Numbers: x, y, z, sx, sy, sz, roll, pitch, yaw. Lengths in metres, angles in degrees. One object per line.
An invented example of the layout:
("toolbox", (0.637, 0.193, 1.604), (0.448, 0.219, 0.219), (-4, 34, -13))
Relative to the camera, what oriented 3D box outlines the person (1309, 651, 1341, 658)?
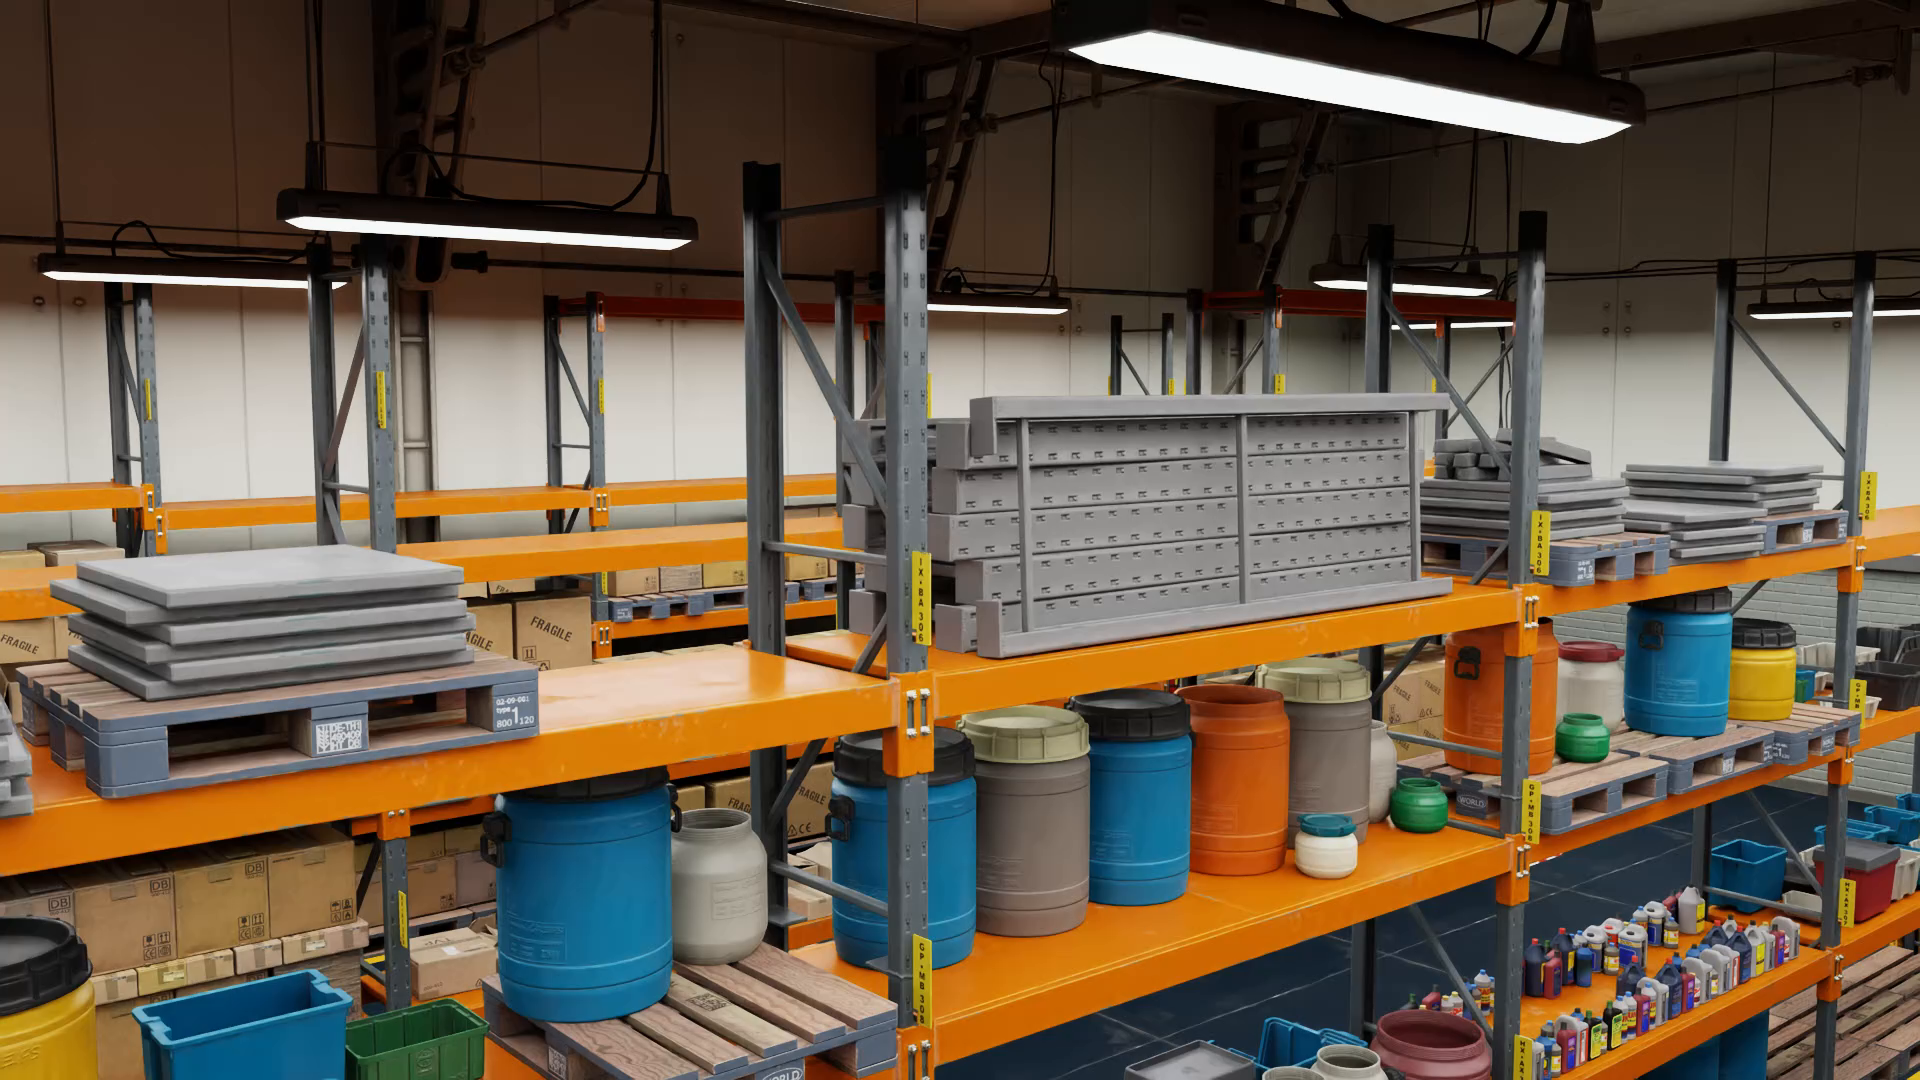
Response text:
("person", (5.178, 1.989, 23.955), (0.595, 1.820, 0.621), (0, 6, 4))
